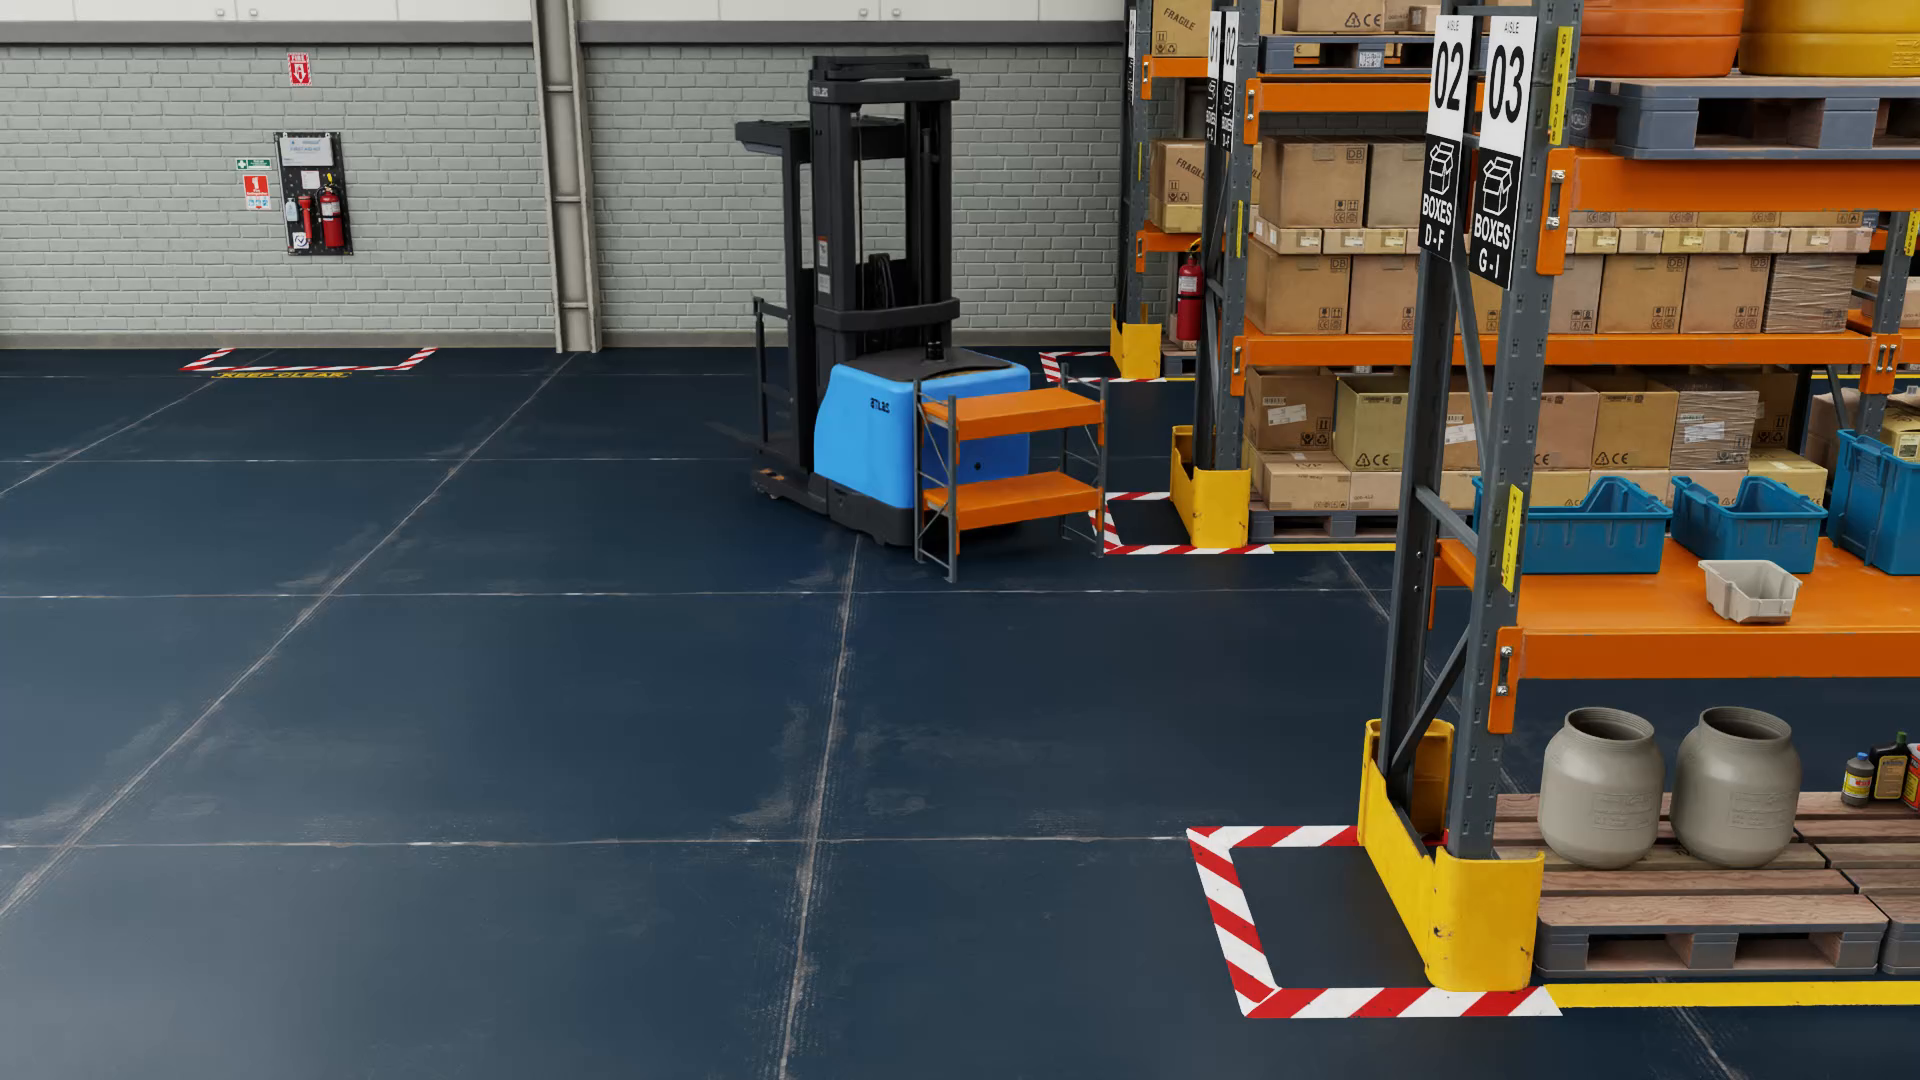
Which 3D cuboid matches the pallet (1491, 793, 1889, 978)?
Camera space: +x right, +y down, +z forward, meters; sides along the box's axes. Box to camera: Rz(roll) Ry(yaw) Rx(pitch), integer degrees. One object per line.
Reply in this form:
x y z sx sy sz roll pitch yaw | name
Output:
2.608 1.270 6.244 1.213 0.211 1.003 0 18 -1 | pallet

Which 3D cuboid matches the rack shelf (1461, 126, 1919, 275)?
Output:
3.720 -1.136 5.447 4.000 0.370 1.077 0 18 -1 | rack shelf

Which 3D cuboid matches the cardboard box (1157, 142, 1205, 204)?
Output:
2.046 -3.273 14.824 0.500 0.500 0.500 0 18 -1 | cardboard box

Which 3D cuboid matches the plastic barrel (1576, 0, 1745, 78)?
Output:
2.204 -1.915 5.305 0.708 0.830 0.600 0 18 -1 | plastic barrel

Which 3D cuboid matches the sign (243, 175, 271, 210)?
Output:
-6.775 -3.351 16.025 0.234 0.329 0.001 0 18 -1 | sign

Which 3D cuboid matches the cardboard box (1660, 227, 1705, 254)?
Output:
4.359 -1.859 10.205 0.250 0.149 0.380 0 18 -1 | cardboard box

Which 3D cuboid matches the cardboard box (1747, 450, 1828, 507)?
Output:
5.185 -0.395 10.682 0.500 0.250 0.500 0 18 -1 | cardboard box

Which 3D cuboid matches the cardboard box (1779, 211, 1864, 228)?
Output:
5.202 -2.235 10.315 0.500 0.500 0.700 0 18 -1 | cardboard box

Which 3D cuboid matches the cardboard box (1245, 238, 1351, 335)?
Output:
2.113 -1.600 10.461 0.500 0.500 0.700 0 18 -1 | cardboard box

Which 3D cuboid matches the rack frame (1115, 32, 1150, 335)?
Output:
1.564 -3.067 15.197 0.127 3.000 1.000 0 18 -1 | rack frame

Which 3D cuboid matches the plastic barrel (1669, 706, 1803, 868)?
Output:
2.878 0.915 6.171 0.421 0.512 0.421 0 18 0 | plastic barrel

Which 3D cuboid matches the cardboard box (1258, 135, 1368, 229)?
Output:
2.166 -2.218 10.263 0.500 0.500 0.700 0 18 -1 | cardboard box

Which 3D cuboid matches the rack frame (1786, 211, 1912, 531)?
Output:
5.645 -1.573 10.541 0.127 3.000 1.000 0 18 -1 | rack frame

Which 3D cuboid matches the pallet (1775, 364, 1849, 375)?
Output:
7.565 -1.769 15.718 1.213 0.211 1.003 0 18 -1 | pallet

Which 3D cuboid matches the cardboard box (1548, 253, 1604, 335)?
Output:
3.661 -1.608 10.487 0.500 0.500 0.700 0 18 1 | cardboard box

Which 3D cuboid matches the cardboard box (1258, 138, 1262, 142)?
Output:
2.535 -3.429 15.310 0.500 0.500 0.500 0 18 0 | cardboard box

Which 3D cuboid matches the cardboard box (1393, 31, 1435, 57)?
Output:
4.003 -4.481 14.498 0.500 0.500 0.500 -1 18 -3 | cardboard box

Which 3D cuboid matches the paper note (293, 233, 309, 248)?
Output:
-6.399 -2.906 16.138 0.142 0.148 0.016 0 18 -1 | paper note

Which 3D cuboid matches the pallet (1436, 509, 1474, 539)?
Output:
3.627 -0.248 10.974 1.213 0.211 1.003 0 18 -1 | pallet

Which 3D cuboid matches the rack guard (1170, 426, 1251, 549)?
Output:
1.622 -0.364 10.863 0.348 0.500 1.175 0 18 -1 | rack guard

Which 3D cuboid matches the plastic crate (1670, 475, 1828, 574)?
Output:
2.866 -0.065 6.084 0.408 0.251 0.499 0 18 -1 | plastic crate

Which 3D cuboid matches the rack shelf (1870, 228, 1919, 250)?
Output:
7.563 -2.753 15.397 4.000 0.370 1.077 0 18 -1 | rack shelf

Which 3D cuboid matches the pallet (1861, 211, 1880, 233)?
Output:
7.584 -2.992 15.278 1.213 0.211 1.003 0 18 -1 | pallet

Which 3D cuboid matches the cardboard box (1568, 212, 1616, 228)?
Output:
3.696 -2.227 10.292 0.500 0.500 0.700 0 18 -1 | cardboard box

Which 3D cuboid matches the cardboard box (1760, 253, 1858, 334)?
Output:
5.202 -1.617 10.513 0.500 0.500 0.700 -1 18 -2 | cardboard box

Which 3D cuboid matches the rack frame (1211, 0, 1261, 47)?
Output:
1.646 -4.411 9.565 0.127 3.000 1.000 0 18 -1 | rack frame

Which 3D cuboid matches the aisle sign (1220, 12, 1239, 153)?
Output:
1.585 -2.698 9.791 0.004 0.787 0.394 0 18 -1 | aisle sign

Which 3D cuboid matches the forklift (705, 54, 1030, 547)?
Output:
-0.794 -1.747 11.195 1.130 2.935 3.031 -12 21 -33 | forklift

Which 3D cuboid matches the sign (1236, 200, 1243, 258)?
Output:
1.649 -1.834 9.808 0.005 0.325 0.100 0 18 -1 | sign

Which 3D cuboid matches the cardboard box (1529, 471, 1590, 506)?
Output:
3.685 -0.386 10.654 0.500 0.250 0.500 0 18 -1 | cardboard box

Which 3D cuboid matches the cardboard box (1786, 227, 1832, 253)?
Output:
5.130 -1.862 10.217 0.250 0.149 0.380 -1 18 -2 | cardboard box

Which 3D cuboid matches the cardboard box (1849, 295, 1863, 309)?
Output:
8.327 -2.138 15.675 0.500 0.500 0.700 0 18 -1 | cardboard box

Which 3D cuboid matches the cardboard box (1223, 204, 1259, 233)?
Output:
2.576 -2.917 14.944 0.500 0.250 0.500 -1 18 -3 | cardboard box

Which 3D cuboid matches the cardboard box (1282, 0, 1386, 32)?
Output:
2.221 -3.300 9.926 0.637 0.503 0.797 1 18 3 | cardboard box

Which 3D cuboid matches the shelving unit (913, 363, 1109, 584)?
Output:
0.304 -0.420 10.016 1.048 1.125 0.538 -9 20 -26 | shelving unit

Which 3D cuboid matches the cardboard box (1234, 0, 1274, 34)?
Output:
2.440 -4.469 14.462 0.500 0.500 0.500 1 18 3 | cardboard box

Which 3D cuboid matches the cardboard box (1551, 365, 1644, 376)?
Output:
4.177 -0.910 11.058 0.500 0.500 0.500 0 18 -1 | cardboard box

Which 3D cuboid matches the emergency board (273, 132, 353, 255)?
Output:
-6.221 -3.305 15.940 0.643 1.169 0.194 0 18 -1 | emergency board

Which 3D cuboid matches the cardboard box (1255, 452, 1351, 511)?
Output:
2.186 -0.379 10.633 0.500 0.250 0.500 0 18 -1 | cardboard box

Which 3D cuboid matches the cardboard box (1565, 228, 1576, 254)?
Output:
3.579 -1.854 10.190 0.250 0.149 0.380 0 18 0 | cardboard box

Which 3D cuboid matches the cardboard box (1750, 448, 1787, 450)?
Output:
5.177 -0.554 11.179 0.500 0.250 0.500 0 18 -1 | cardboard box

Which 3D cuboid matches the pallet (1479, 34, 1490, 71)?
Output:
3.576 -2.942 10.044 1.213 0.211 1.003 0 18 -1 | pallet

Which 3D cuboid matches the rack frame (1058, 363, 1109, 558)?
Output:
0.754 -0.492 10.240 0.032 1.125 0.500 -9 20 -26 | rack frame

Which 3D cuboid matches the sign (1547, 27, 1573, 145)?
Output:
1.725 -1.306 4.782 0.005 0.325 0.100 0 18 -1 | sign

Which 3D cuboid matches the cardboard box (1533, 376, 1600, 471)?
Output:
3.685 -0.743 10.539 0.500 0.500 0.500 0 18 -1 | cardboard box

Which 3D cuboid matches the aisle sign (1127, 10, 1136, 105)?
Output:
1.497 -4.213 14.514 0.004 0.787 0.394 0 18 -1 | aisle sign

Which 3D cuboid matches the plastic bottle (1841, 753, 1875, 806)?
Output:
3.550 0.939 6.570 0.097 0.201 0.097 0 18 0 | plastic bottle

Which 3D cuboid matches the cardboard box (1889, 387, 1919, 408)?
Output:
6.566 -0.825 11.104 0.500 0.311 0.500 0 18 1 | cardboard box

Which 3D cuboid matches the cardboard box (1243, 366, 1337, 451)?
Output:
2.177 -0.895 11.014 0.500 0.500 0.500 0 18 -1 | cardboard box

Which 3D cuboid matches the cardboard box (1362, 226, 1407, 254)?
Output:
2.555 -1.849 10.177 0.250 0.149 0.380 0 18 -1 | cardboard box

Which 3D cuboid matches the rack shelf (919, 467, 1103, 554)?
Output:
0.304 -0.187 10.091 1.000 0.278 0.538 -9 20 -26 | rack shelf
